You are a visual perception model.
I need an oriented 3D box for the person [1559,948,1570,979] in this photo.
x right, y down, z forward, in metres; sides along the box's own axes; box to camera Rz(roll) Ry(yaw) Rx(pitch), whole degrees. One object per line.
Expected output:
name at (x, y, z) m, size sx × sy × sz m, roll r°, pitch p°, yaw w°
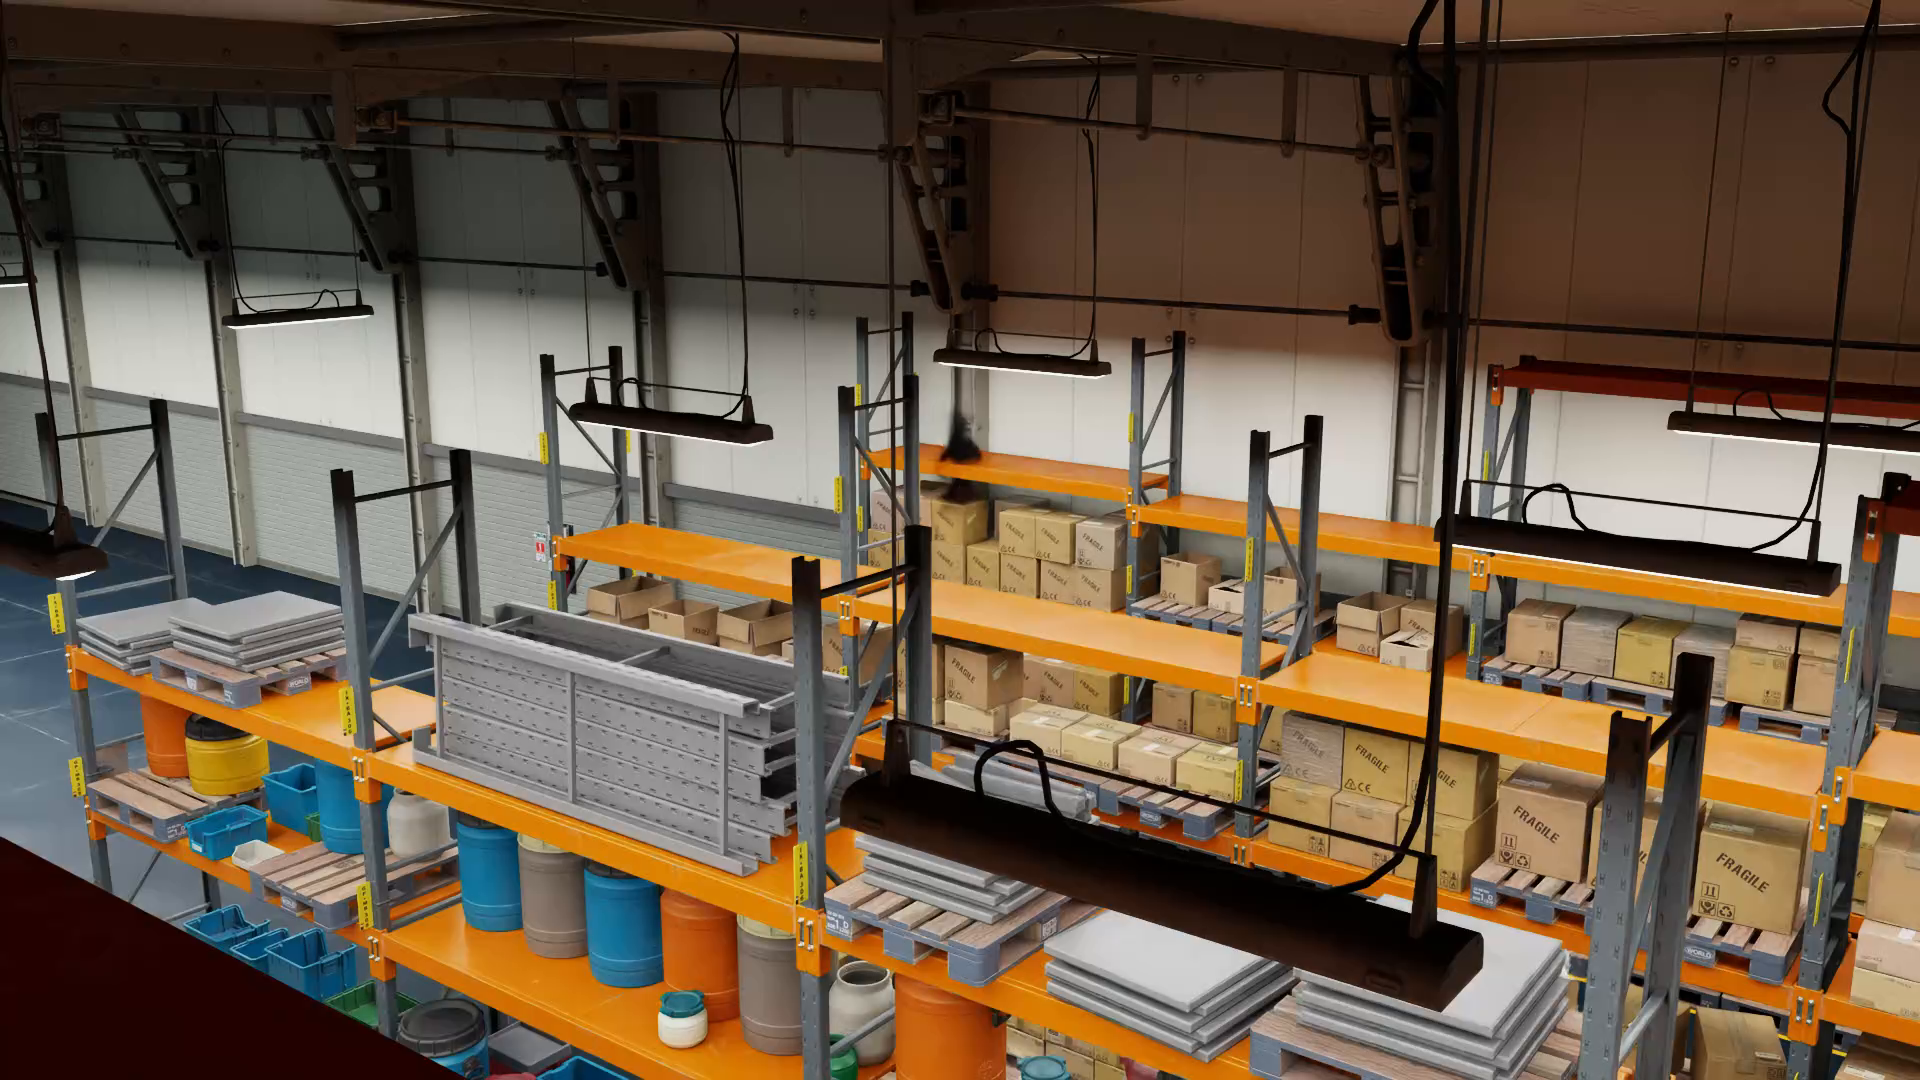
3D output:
person at (5.022, 4.032, 14.148) m, size 0.848 × 1.749 × 0.545 m, roll 12°, pitch 18°, yaw 42°
